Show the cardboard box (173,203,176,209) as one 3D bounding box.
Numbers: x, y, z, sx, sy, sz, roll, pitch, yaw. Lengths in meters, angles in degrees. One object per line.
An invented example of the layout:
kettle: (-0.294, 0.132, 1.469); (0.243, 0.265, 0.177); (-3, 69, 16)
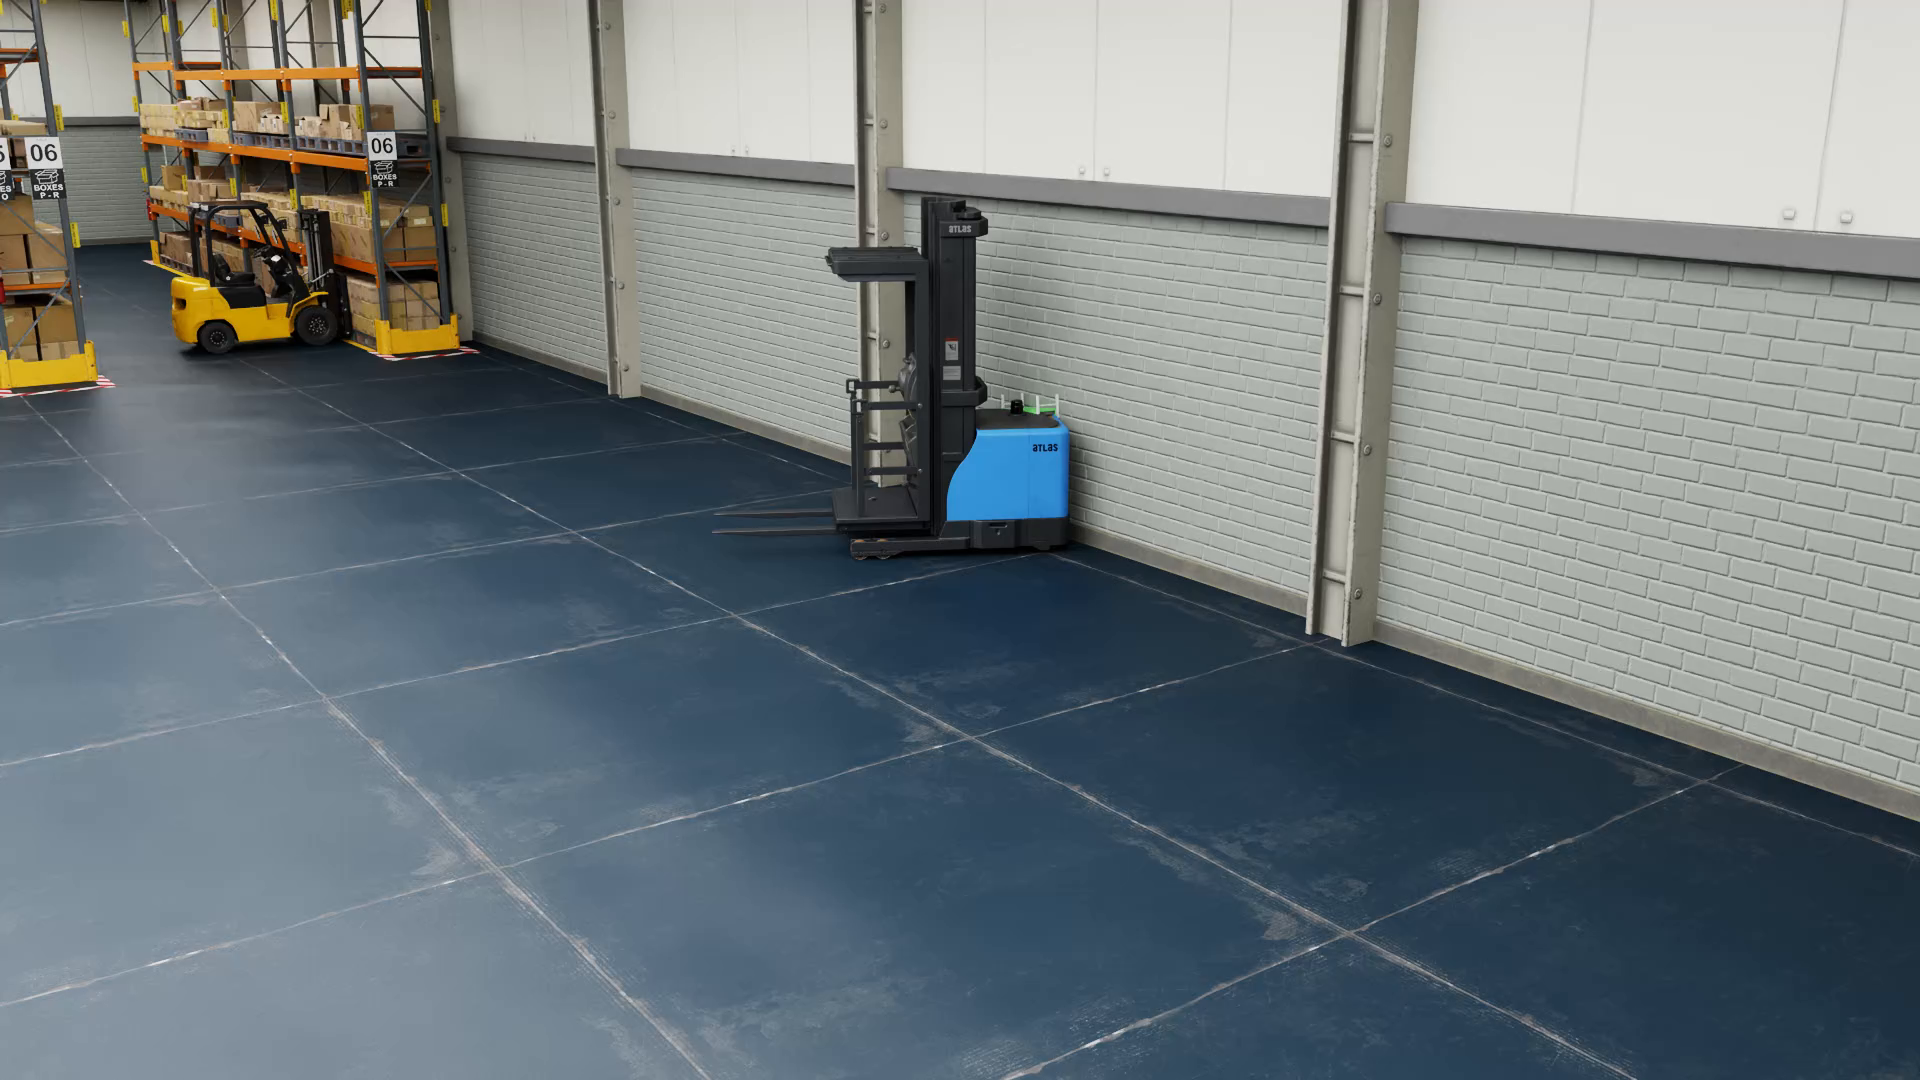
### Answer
cardboard box: (-16.491, -7.111, 35.352); (0.380, 0.149, 0.250); (-11, 19, -35)

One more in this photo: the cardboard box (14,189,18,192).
cardboard box: (-13.496, -4.617, 23.116); (0.700, 0.500, 0.500); (-11, 19, -35)

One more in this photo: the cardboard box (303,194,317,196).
cardboard box: (-11.646, -6.087, 29.716); (0.380, 0.149, 0.250); (-11, 19, -35)

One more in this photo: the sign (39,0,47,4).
sign: (-11.724, -7.004, 21.201); (0.100, 0.325, 0.005); (-11, 19, -35)

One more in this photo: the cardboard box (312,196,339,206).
cardboard box: (-10.314, -5.514, 27.060); (0.380, 0.149, 0.250); (-11, 19, -34)

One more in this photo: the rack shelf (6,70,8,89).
rack shelf: (-15.691, -7.172, 25.856); (1.077, 0.370, 4.000); (-11, 19, -35)

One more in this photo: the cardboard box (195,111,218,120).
cardboard box: (-14.432, -8.140, 31.879); (0.380, 0.149, 0.250); (-11, 19, -34)

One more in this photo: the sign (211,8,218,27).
sign: (-13.287, -9.313, 29.637); (0.100, 0.325, 0.005); (-11, 19, -35)

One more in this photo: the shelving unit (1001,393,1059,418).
shelving unit: (0.634, -0.682, 14.679); (0.258, 1.200, 0.503); (-8, 10, -36)

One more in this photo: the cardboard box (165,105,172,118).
cardboard box: (-16.003, -8.808, 34.166); (0.500, 0.250, 0.500); (-11, 19, -35)

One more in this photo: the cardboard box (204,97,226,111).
cardboard box: (-14.788, -8.685, 33.086); (0.396, 0.266, 0.258); (-11, 19, -35)

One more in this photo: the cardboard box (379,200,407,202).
cardboard box: (-8.852, -5.212, 25.957); (0.380, 0.149, 0.250); (-11, 19, -36)

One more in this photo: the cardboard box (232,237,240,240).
cardboard box: (-14.597, -6.092, 33.862); (0.380, 0.149, 0.250); (-11, 19, -35)

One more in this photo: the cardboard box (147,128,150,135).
cardboard box: (-17.559, -8.947, 36.377); (0.380, 0.149, 0.250); (-10, 18, -33)

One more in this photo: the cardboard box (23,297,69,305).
cardboard box: (-12.739, -3.107, 23.237); (0.500, 0.500, 0.500); (-12, 19, -37)

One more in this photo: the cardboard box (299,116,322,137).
cardboard box: (-10.210, -6.602, 26.518); (0.500, 0.311, 0.500); (-10, 18, -33)

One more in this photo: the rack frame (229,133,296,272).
rack frame: (-12.854, -6.017, 30.878); (1.000, 3.000, 0.127); (-11, 19, -35)

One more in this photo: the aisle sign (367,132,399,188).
aisle sign: (-8.349, -5.503, 24.076); (0.394, 0.787, 0.004); (-11, 19, -35)

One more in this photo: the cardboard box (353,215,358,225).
cardboard box: (-8.995, -4.870, 25.269); (0.380, 0.149, 0.250); (-11, 19, -35)

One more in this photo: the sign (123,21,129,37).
sign: (-17.997, -11.023, 35.887); (0.100, 0.325, 0.005); (-11, 19, -35)

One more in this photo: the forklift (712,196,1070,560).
forklift: (-0.619, -1.395, 14.120); (3.031, 2.935, 1.130); (-2, 15, -6)

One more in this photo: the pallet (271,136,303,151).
pallet: (-11.031, -6.704, 28.068); (0.805, 0.209, 1.217); (-12, 19, -37)

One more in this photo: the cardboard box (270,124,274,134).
cardboard box: (-11.394, -6.927, 28.012); (0.380, 0.149, 0.250); (-11, 19, -35)

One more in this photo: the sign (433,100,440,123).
sign: (-7.698, -6.300, 24.425); (0.100, 0.325, 0.005); (-11, 19, -35)

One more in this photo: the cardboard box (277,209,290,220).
cardboard box: (-11.306, -5.506, 28.347); (0.500, 0.250, 0.500); (-11, 19, -36)

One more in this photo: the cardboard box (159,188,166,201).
cardboard box: (-16.912, -7.442, 35.807); (0.500, 0.250, 0.500); (-11, 19, -36)

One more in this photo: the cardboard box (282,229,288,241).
cardboard box: (-11.310, -5.264, 28.411); (0.500, 0.250, 0.500); (-11, 19, -35)

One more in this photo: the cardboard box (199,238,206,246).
cardboard box: (-15.210, -6.063, 33.757); (0.380, 0.149, 0.250); (-10, 18, -32)

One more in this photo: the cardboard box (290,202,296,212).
cardboard box: (-11.049, -5.615, 27.991); (0.380, 0.149, 0.250); (-11, 19, -35)

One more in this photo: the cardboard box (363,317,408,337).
cardboard box: (-8.682, -3.236, 25.132); (0.500, 0.250, 0.500); (-11, 19, -34)

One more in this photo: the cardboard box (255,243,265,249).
cardboard box: (-13.532, -5.709, 32.463); (0.380, 0.149, 0.250); (-11, 19, -36)

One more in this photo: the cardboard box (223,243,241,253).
cardboard box: (-14.106, -5.680, 32.359); (0.380, 0.149, 0.250); (-12, 19, -37)

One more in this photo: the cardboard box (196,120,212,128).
cardboard box: (-14.428, -7.998, 31.924); (0.380, 0.149, 0.250); (-10, 18, -33)

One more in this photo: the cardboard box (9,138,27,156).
cardboard box: (-12.243, -5.204, 21.947); (0.500, 0.250, 0.500); (-11, 19, -36)

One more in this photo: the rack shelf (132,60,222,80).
rack shelf: (-16.382, -9.843, 34.863); (1.077, 0.370, 4.000); (-11, 19, -35)

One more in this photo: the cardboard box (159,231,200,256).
cardboard box: (-17.275, -6.579, 36.863); (0.797, 0.503, 0.637); (-12, 19, -37)

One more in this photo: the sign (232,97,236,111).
sign: (-14.759, -8.844, 33.800); (0.100, 0.325, 0.005); (-11, 19, -35)

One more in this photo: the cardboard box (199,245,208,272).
cardboard box: (-15.104, -5.730, 33.769); (0.500, 0.500, 0.500); (-10, 18, -32)

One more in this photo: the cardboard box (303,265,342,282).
cardboard box: (-10.472, -4.370, 27.378); (0.500, 0.250, 0.500); (-11, 19, -35)

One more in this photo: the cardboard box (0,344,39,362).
cardboard box: (-12.870, -2.550, 22.623); (0.500, 0.250, 0.500); (-11, 19, -35)

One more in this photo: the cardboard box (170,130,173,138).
cardboard box: (-16.089, -8.392, 34.351); (0.380, 0.149, 0.250); (-11, 19, -35)

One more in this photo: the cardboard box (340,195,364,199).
cardboard box: (-9.956, -5.586, 27.323); (0.380, 0.149, 0.250); (-11, 19, -36)

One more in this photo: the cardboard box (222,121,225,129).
cardboard box: (-13.528, -7.741, 31.022); (0.380, 0.149, 0.250); (-10, 18, -33)

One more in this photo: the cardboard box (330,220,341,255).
cardboard box: (-9.556, -4.749, 26.054); (0.500, 0.500, 0.500); (-11, 19, -34)

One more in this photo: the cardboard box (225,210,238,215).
cardboard box: (-13.551, -6.179, 31.151); (0.380, 0.149, 0.250); (-10, 18, -34)

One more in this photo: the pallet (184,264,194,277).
pallet: (-15.609, -5.673, 34.904); (1.003, 0.211, 1.213); (-11, 19, -35)

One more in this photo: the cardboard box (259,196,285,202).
cardboard box: (-12.138, -5.990, 29.363); (0.380, 0.149, 0.250); (-10, 18, -33)

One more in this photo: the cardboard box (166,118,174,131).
cardboard box: (-16.006, -8.563, 34.218); (0.500, 0.250, 0.500); (-12, 19, -36)

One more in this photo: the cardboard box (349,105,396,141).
cardboard box: (-8.608, -6.111, 24.366); (0.500, 0.500, 0.500); (-10, 18, -33)

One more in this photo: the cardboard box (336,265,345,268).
cardboard box: (-10.056, -4.446, 27.659); (0.500, 0.250, 0.500); (-10, 18, -33)

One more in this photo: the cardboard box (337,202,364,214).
cardboard box: (-9.363, -5.114, 25.598); (0.380, 0.149, 0.250); (-10, 18, -33)

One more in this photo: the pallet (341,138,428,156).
pallet: (-8.545, -5.868, 24.819); (1.003, 0.211, 1.213); (-11, 19, -35)

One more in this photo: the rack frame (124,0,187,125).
rack frame: (-17.558, -10.619, 36.328); (1.000, 3.000, 0.127); (-11, 19, -35)

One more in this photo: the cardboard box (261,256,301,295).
cardboard box: (-12.108, -4.801, 30.137); (0.875, 0.625, 0.625); (-10, 18, -33)

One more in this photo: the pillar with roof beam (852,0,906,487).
pillar with roof beam: (-4.257, -4.260, 13.096); (9.100, 9.000, 0.400); (-11, 19, -35)

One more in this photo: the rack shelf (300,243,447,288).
rack shelf: (-9.326, -4.389, 26.292); (1.077, 0.370, 4.000); (-11, 19, -35)

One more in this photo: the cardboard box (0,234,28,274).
cardboard box: (-12.705, -3.802, 22.034); (0.500, 0.500, 0.500); (-11, 19, -36)
